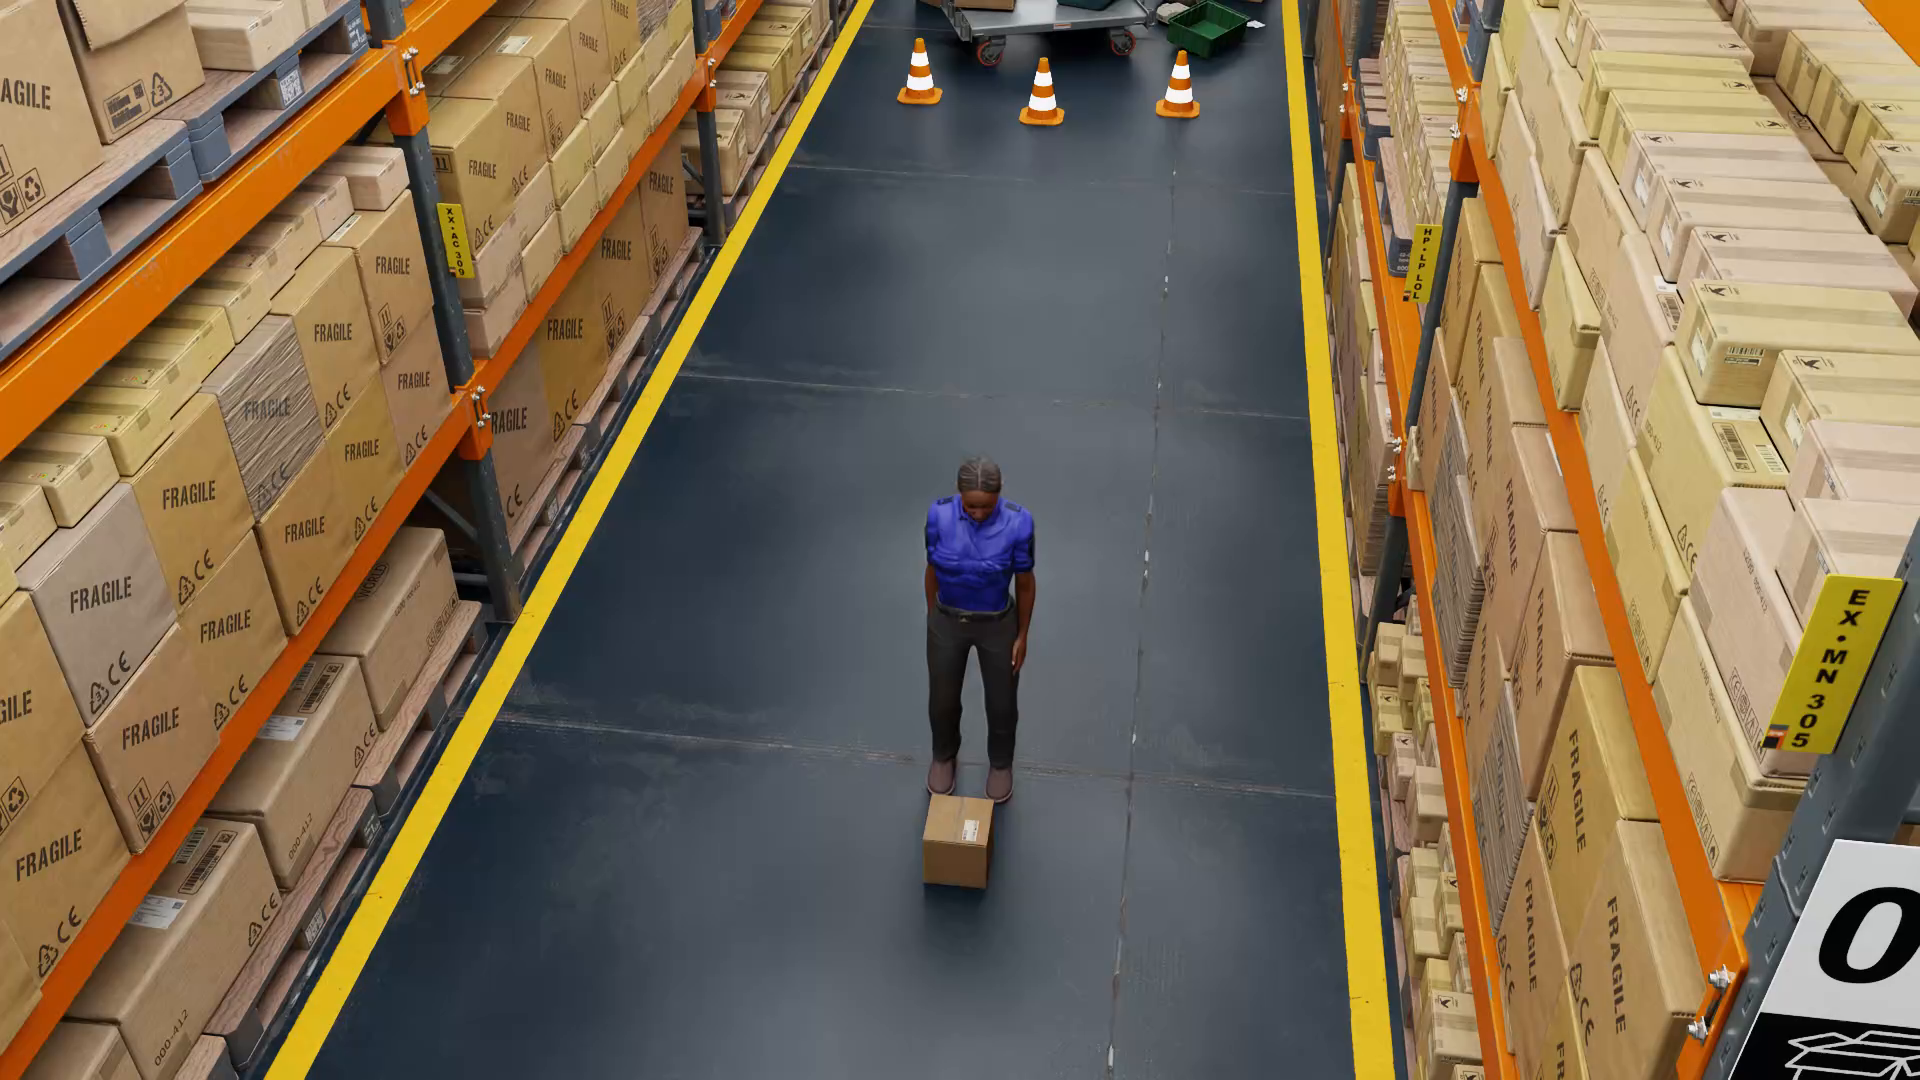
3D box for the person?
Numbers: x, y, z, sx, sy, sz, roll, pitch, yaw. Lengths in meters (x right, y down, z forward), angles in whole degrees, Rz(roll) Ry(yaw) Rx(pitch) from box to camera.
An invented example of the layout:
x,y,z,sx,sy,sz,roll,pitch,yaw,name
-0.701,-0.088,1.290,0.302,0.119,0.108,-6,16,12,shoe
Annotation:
x,y,z,sx,sy,sz,roll,pitch,yaw,name
0.075,0.351,6.583,0.441,1.646,0.311,5,37,7,person
